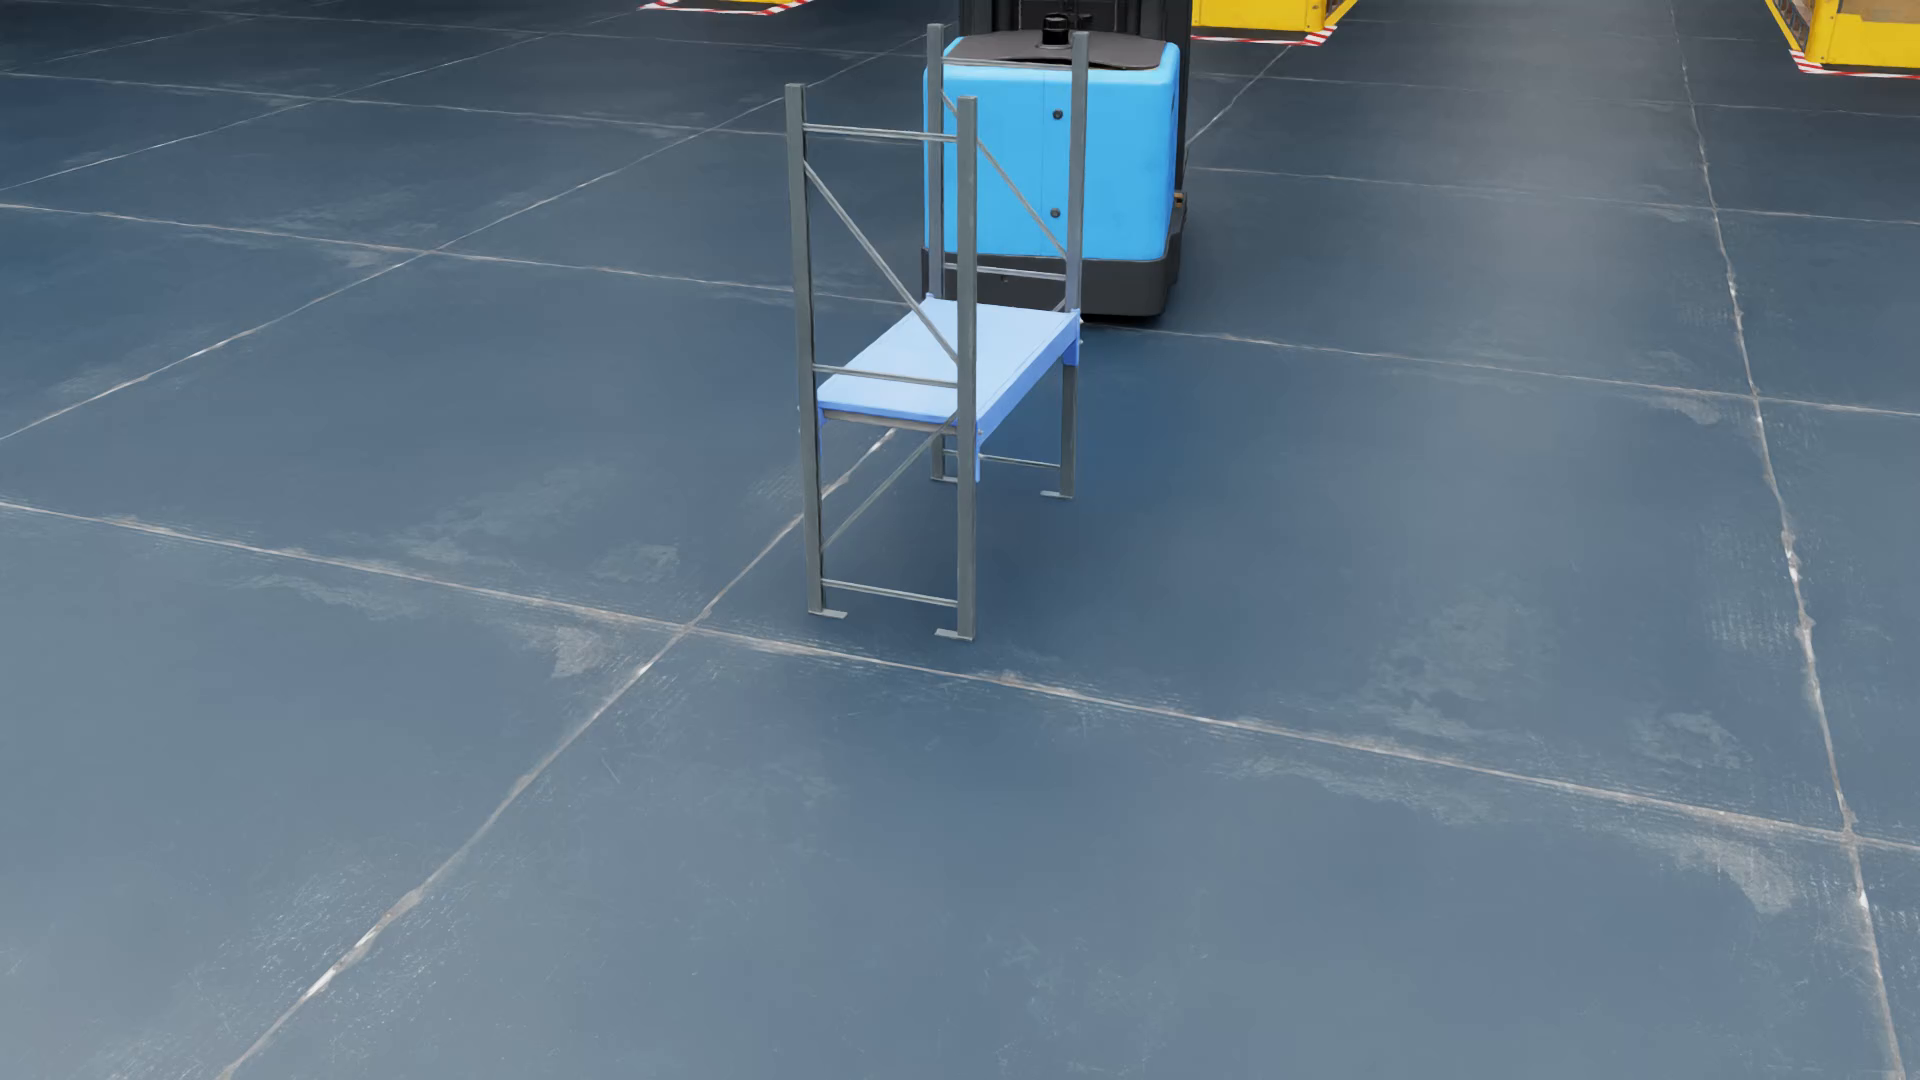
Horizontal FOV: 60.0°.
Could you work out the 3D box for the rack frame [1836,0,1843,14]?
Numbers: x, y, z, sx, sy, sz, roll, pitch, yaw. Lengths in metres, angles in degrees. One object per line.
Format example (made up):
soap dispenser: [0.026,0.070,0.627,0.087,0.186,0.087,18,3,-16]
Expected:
rack frame: [7.195,-5.052,12.242,1.000,3.000,0.127,9,27,17]

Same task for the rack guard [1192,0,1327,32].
rack guard: [2.577,-4.719,14.423,1.175,0.500,0.348,9,27,17]

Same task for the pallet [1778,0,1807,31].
pallet: [7.795,-4.636,14.584,1.003,0.211,1.213,9,27,17]

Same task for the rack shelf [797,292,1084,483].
rack shelf: [-0.028,-0.478,4.929,0.538,0.185,1.000,9,27,17]

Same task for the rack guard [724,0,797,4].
rack guard: [-2.138,-5.444,15.920,1.175,0.500,0.348,9,27,17]

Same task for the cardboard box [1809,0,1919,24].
cardboard box: [7.359,-4.573,13.209,0.875,0.875,0.875,9,27,18]

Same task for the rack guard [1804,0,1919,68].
rack guard: [7.187,-3.917,12.766,1.175,0.500,0.348,9,27,17]

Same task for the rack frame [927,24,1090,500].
rack frame: [0.141,-0.849,5.282,0.500,1.500,0.032,9,27,17]

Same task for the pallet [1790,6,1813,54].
pallet: [7.388,-4.137,13.552,1.003,0.211,1.213,9,27,17]

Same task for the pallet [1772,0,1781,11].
pallet: [8.200,-5.139,15.623,1.003,0.211,1.213,9,27,17]

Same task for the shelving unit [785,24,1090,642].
shelving unit: [-0.028,-0.640,4.851,0.538,1.500,1.048,9,27,17]

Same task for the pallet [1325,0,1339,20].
pallet: [2.881,-4.918,15.164,1.003,0.211,1.213,9,27,17]

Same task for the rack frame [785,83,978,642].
rack frame: [-0.198,-0.431,4.419,0.500,1.500,0.032,9,27,17]

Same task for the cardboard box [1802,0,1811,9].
cardboard box: [7.650,-4.935,13.956,0.875,0.875,0.875,8,27,17]

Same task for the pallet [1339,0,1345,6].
pallet: [3.288,-5.417,16.196,1.003,0.211,1.213,9,27,17]

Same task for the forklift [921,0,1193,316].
forklift: [0.579,-2.881,7.837,1.130,2.935,3.031,4,26,8]
